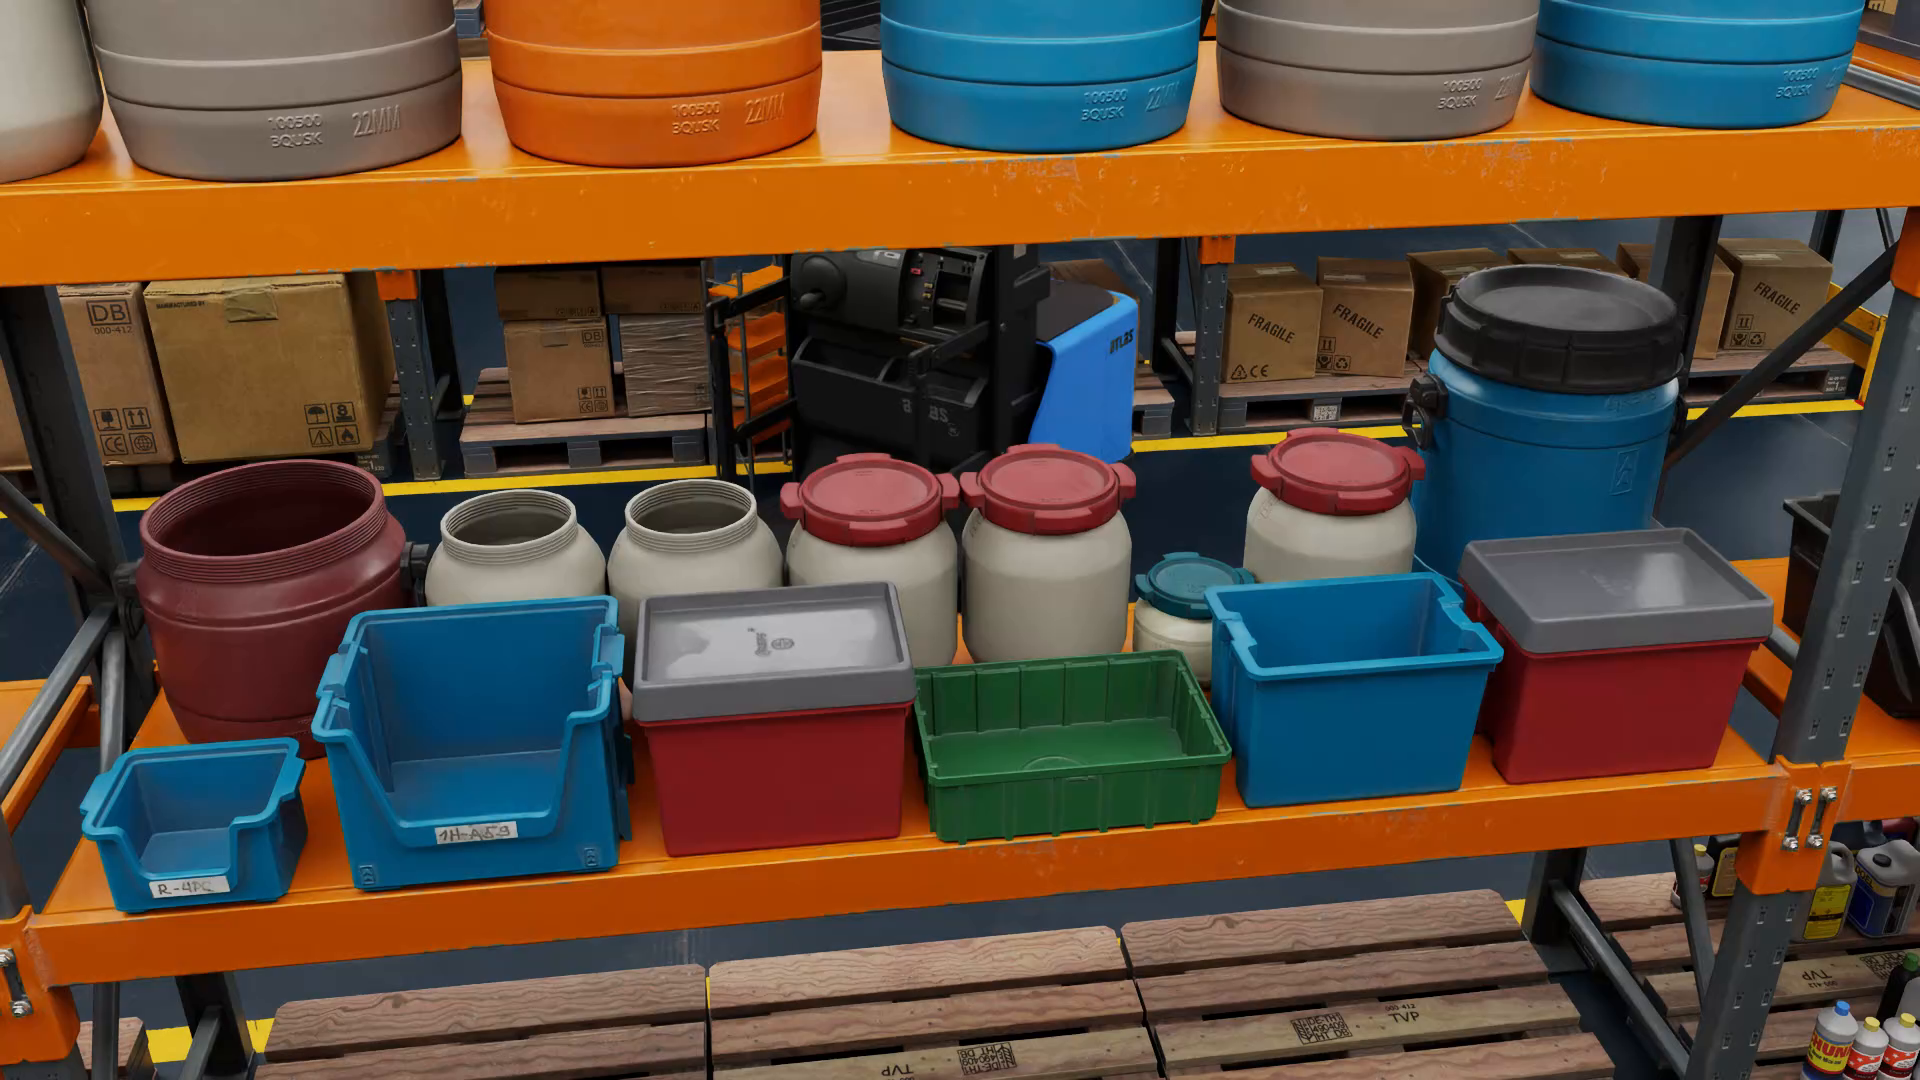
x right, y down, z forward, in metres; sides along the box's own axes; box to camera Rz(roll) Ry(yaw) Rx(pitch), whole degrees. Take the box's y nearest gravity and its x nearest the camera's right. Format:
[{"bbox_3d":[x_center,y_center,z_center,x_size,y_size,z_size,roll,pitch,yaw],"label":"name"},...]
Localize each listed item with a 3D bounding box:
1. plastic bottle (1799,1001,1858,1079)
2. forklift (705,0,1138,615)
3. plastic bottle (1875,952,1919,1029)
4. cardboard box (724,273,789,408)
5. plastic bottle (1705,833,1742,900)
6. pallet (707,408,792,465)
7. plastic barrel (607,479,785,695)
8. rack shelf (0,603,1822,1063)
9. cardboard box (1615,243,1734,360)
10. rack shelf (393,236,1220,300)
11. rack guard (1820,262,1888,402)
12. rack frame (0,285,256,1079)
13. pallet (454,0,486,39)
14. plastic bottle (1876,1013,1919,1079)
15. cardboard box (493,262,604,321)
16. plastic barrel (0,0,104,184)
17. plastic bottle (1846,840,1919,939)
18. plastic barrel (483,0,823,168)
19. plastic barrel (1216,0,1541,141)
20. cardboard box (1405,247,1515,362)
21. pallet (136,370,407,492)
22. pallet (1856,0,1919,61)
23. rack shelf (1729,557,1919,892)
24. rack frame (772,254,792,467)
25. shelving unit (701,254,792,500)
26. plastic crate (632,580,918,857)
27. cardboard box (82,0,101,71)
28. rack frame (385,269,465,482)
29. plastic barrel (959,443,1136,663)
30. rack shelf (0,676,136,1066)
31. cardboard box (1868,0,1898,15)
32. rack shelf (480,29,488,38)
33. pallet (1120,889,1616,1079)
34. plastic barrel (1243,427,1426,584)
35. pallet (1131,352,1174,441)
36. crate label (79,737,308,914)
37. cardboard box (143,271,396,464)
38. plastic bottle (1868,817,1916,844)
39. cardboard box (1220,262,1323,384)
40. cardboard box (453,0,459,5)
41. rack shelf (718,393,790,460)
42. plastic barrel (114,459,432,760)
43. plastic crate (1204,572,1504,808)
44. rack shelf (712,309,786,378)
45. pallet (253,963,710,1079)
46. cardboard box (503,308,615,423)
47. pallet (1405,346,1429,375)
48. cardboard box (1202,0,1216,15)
[{"bbox_3d":[2.295,1.329,4.381,0.097,0.271,0.097,0,27,0],"label":"plastic bottle"},{"bbox_3d":[-0.412,-1.025,6.537,1.130,2.935,3.031,17,32,30],"label":"forklift"},{"bbox_3d":[2.596,1.242,4.536,0.133,0.283,0.061,-4,27,-7],"label":"plastic bottle"},{"bbox_3d":[-0.964,-1.067,8.801,0.500,0.500,0.700,-1,27,-3],"label":"cardboard box"},{"bbox_3d":[2.348,0.966,5.075,0.133,0.283,0.061,-2,27,-5],"label":"plastic bottle"},{"bbox_3d":[-0.753,-0.736,8.954,1.213,0.211,1.003,-4,27,-7],"label":"pallet"},{"bbox_3d":[-0.637,0.149,4.052,0.421,0.512,0.421,0,27,0],"label":"plastic barrel"},{"bbox_3d":[-0.062,0.580,4.122,4.000,0.370,1.077,-4,27,-7],"label":"rack shelf"},{"bbox_3d":[3.981,-1.350,9.373,0.500,0.500,0.500,3,27,6],"label":"cardboard box"},{"bbox_3d":[-0.752,-1.659,8.486,4.000,0.370,1.077,-4,27,-7],"label":"rack shelf"},{"bbox_3d":[5.114,-1.244,9.626,0.348,0.500,1.175,-4,27,-7],"label":"rack guard"},{"bbox_3d":[-2.043,0.387,3.710,0.127,3.000,1.000,-4,27,-7],"label":"rack frame"},{"bbox_3d":[-4.015,-3.922,12.317,1.003,0.211,1.213,-4,27,-7],"label":"pallet"},{"bbox_3d":[2.496,1.347,4.422,0.097,0.201,0.097,0,27,0],"label":"plastic bottle"},{"bbox_3d":[-2.074,-1.325,8.482,0.500,0.250,0.500,-3,27,-5],"label":"cardboard box"},{"bbox_3d":[-1.693,-0.878,2.768,0.421,0.512,0.421,0,27,0],"label":"plastic barrel"},{"bbox_3d":[2.751,1.031,4.957,0.135,0.276,0.152,-4,27,-7],"label":"plastic bottle"},{"bbox_3d":[-0.552,-1.134,2.919,0.708,0.830,0.600,-4,27,-7],"label":"plastic barrel"},{"bbox_3d":[0.797,-1.253,3.071,0.600,0.901,0.600,0,27,0],"label":"plastic barrel"},{"bbox_3d":[2.800,-1.303,9.282,0.500,0.500,0.500,-6,28,-12],"label":"cardboard box"},{"bbox_3d":[-3.524,-0.595,8.679,1.213,0.211,1.003,-4,27,-7],"label":"pallet"},{"bbox_3d":[2.619,-1.208,3.739,1.003,0.211,1.213,-4,27,-7],"label":"pallet"},{"bbox_3d":[3.899,0.326,4.618,4.000,0.370,1.077,-4,27,-7],"label":"rack shelf"},{"bbox_3d":[-0.801,-0.893,8.175,0.240,1.200,0.015,18,32,31],"label":"rack frame"},{"bbox_3d":[-0.943,-0.802,7.998,0.258,1.200,0.503,18,32,31],"label":"shelving unit"},{"bbox_3d":[-0.400,0.394,3.626,0.583,0.464,0.402,-4,27,-7],"label":"plastic crate"},{"bbox_3d":[-4.105,-2.263,7.667,0.637,0.503,0.797,-3,27,-6],"label":"cardboard box"},{"bbox_3d":[-2.733,-1.852,8.073,0.127,3.000,1.000,-4,27,-7],"label":"rack frame"},{"bbox_3d":[0.214,0.081,4.158,0.433,0.535,0.433,0,27,0],"label":"plastic barrel"},{"bbox_3d":[-4.023,0.834,3.626,4.000,0.370,1.077,-4,27,-7],"label":"rack shelf"},{"bbox_3d":[4.679,-2.836,8.460,0.500,0.500,0.500,-4,27,-7],"label":"cardboard box"},{"bbox_3d":[-5.304,-3.653,12.372,4.000,0.370,1.077,-4,27,-7],"label":"rack shelf"},{"bbox_3d":[1.146,1.441,4.711,1.213,0.211,1.003,-4,27,-7],"label":"pallet"},{"bbox_3d":[0.940,0.034,4.249,0.433,0.535,0.433,0,27,0],"label":"plastic barrel"},{"bbox_3d":[0.457,-0.815,9.108,1.213,0.211,1.003,-4,27,-7],"label":"pallet"},{"bbox_3d":[-1.574,0.604,3.470,0.416,0.233,0.303,-4,27,-7],"label":"crate label"},{"bbox_3d":[-3.419,-1.059,8.395,0.875,0.875,1.225,-5,28,-10],"label":"cardboard box"},{"bbox_3d":[2.861,0.933,5.140,0.133,0.283,0.061,-2,27,-4],"label":"plastic bottle"},{"bbox_3d":[1.630,-1.188,9.058,0.500,0.500,0.500,-4,28,-9],"label":"cardboard box"},{"bbox_3d":[-3.748,-3.936,11.951,0.250,0.149,0.380,-3,27,-6],"label":"cardboard box"},{"bbox_3d":[-0.943,-0.565,8.120,0.258,0.148,0.480,18,32,31],"label":"rack shelf"},{"bbox_3d":[-1.626,0.160,4.003,0.708,0.536,0.600,-4,27,-7],"label":"plastic barrel"},{"bbox_3d":[0.869,0.351,3.798,0.575,0.384,0.392,-4,27,-7],"label":"plastic crate"},{"bbox_3d":[-0.943,-0.941,7.927,0.258,0.148,0.480,18,32,31],"label":"rack shelf"},{"bbox_3d":[-1.270,1.596,4.408,1.213,0.211,1.003,-4,27,-7],"label":"pallet"},{"bbox_3d":[-2.072,-0.987,8.644,0.500,0.500,0.700,-5,28,-10],"label":"cardboard box"},{"bbox_3d":[3.099,-1.003,9.474,1.213,0.211,1.003,-4,27,-7],"label":"pallet"},{"bbox_3d":[2.093,-4.477,13.025,0.550,0.550,0.875,-4,27,-7],"label":"cardboard box"}]
